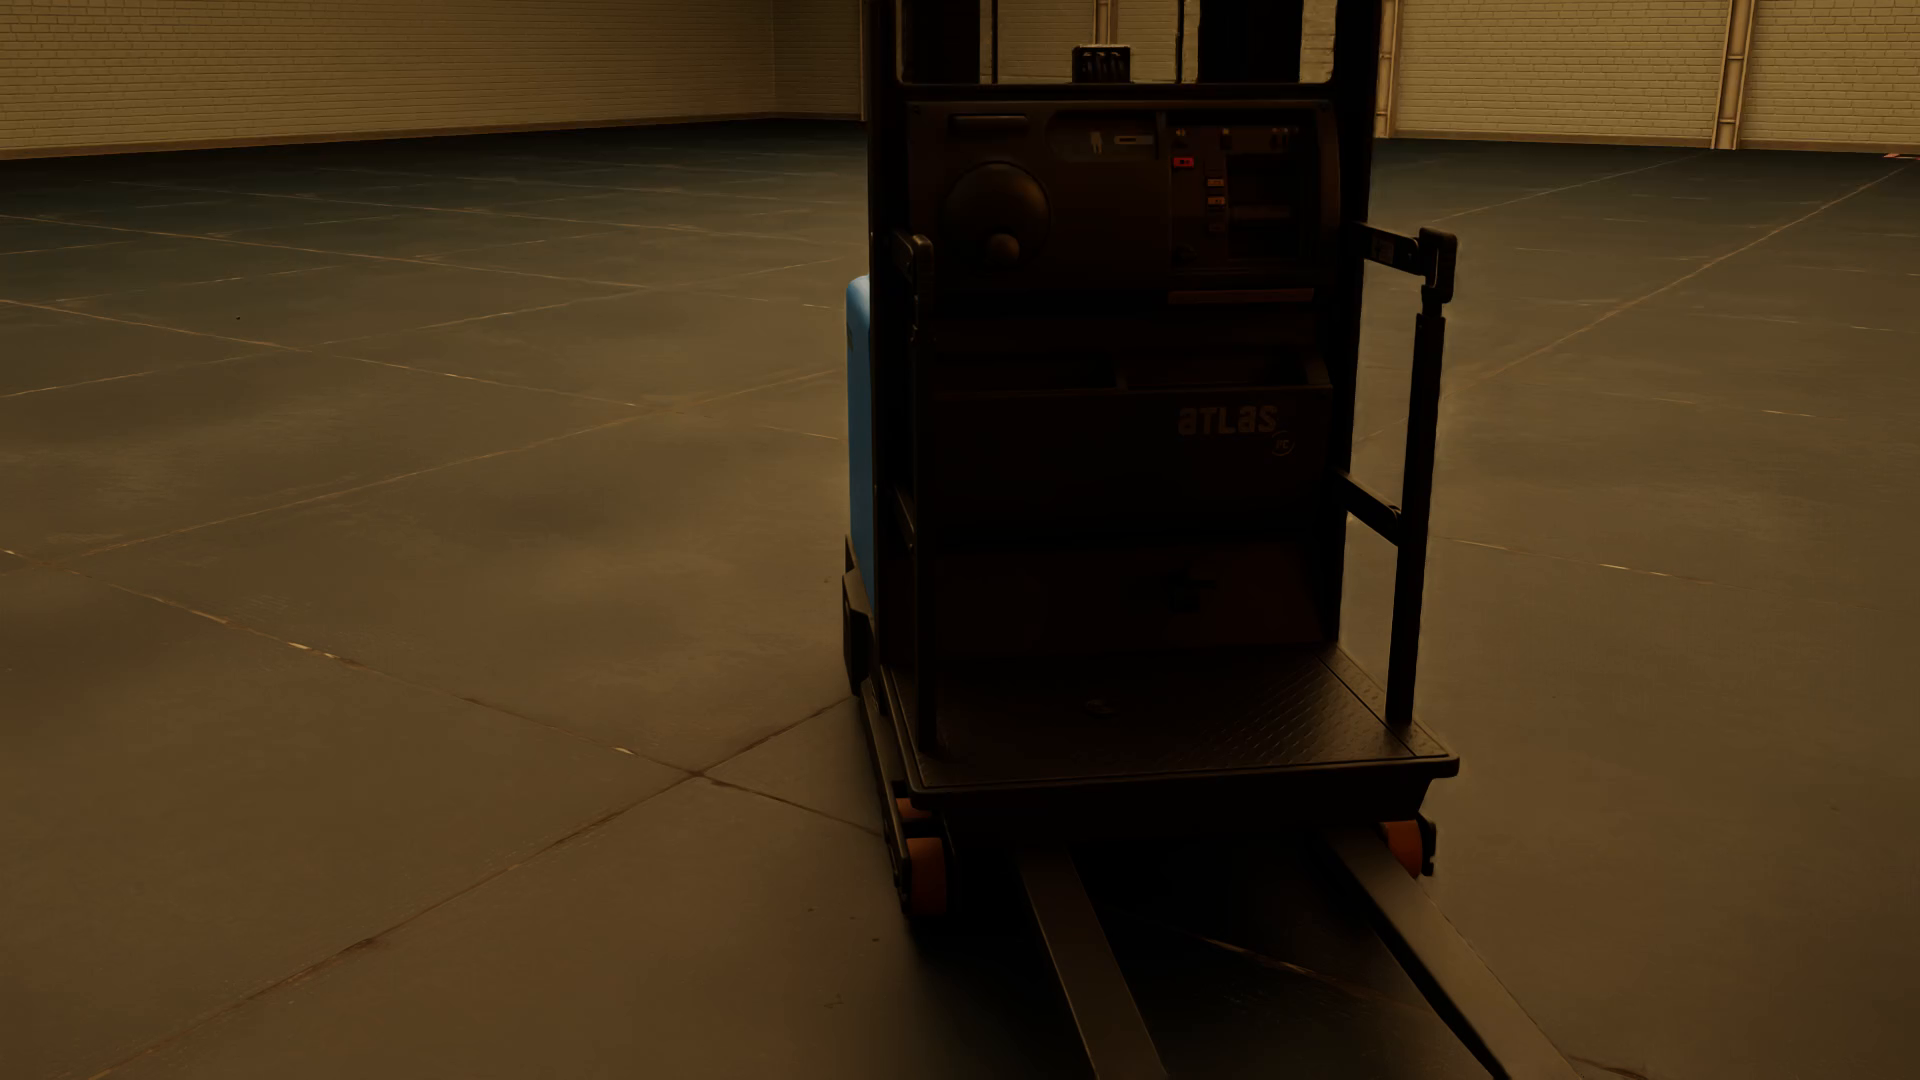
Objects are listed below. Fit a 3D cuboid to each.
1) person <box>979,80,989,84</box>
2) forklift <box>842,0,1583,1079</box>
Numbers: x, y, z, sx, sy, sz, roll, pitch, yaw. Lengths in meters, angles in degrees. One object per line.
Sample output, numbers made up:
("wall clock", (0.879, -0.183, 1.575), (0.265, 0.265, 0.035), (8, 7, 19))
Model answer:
("person", (-0.053, -0.787, 5.769), (0.474, 1.597, 0.521), (11, 20, 33))
("forklift", (0.382, -0.744, 3.320), (1.130, 2.935, 3.031), (-2, 17, -8))
